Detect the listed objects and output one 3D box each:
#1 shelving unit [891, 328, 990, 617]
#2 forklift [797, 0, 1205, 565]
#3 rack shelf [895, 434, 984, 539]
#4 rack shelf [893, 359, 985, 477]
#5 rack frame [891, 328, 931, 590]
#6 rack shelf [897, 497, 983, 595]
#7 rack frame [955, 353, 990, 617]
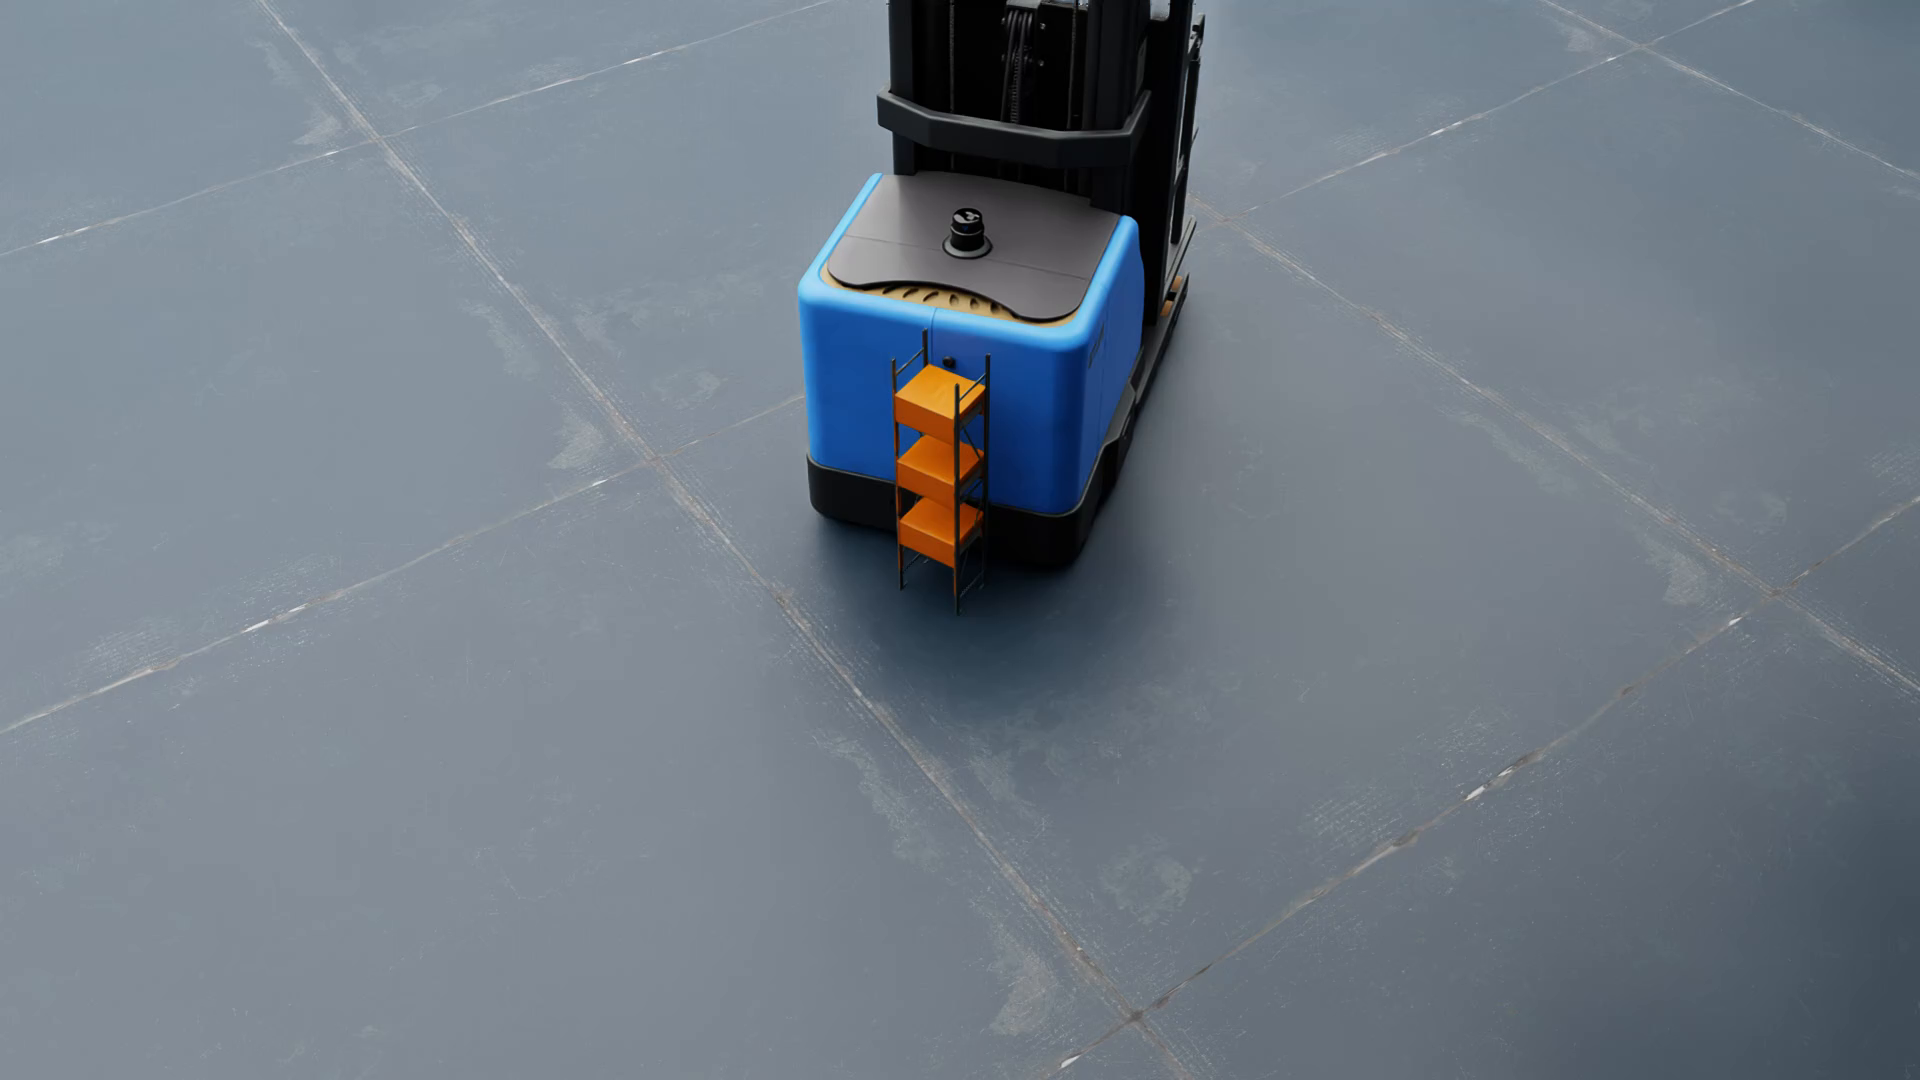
[{"bbox_3d":[-0.062,-0.210,5.709,0.252,1.050,0.215,24,49,23],"label":"shelving unit"},{"bbox_3d":[0.366,-2.004,6.226,1.130,2.935,3.031,12,45,13],"label":"forklift"},{"bbox_3d":[-0.062,-0.202,5.717,0.240,0.259,0.215,24,49,23],"label":"rack shelf"},{"bbox_3d":[-0.062,-0.407,5.521,0.240,0.259,0.215,24,49,23],"label":"rack shelf"},{"bbox_3d":[-0.165,-0.255,5.757,0.008,1.050,0.200,24,49,23],"label":"rack frame"},{"bbox_3d":[-0.062,-0.001,5.908,0.240,0.259,0.215,24,49,23],"label":"rack shelf"},{"bbox_3d":[0.040,-0.164,5.661,0.008,1.050,0.200,24,49,23],"label":"rack frame"}]
